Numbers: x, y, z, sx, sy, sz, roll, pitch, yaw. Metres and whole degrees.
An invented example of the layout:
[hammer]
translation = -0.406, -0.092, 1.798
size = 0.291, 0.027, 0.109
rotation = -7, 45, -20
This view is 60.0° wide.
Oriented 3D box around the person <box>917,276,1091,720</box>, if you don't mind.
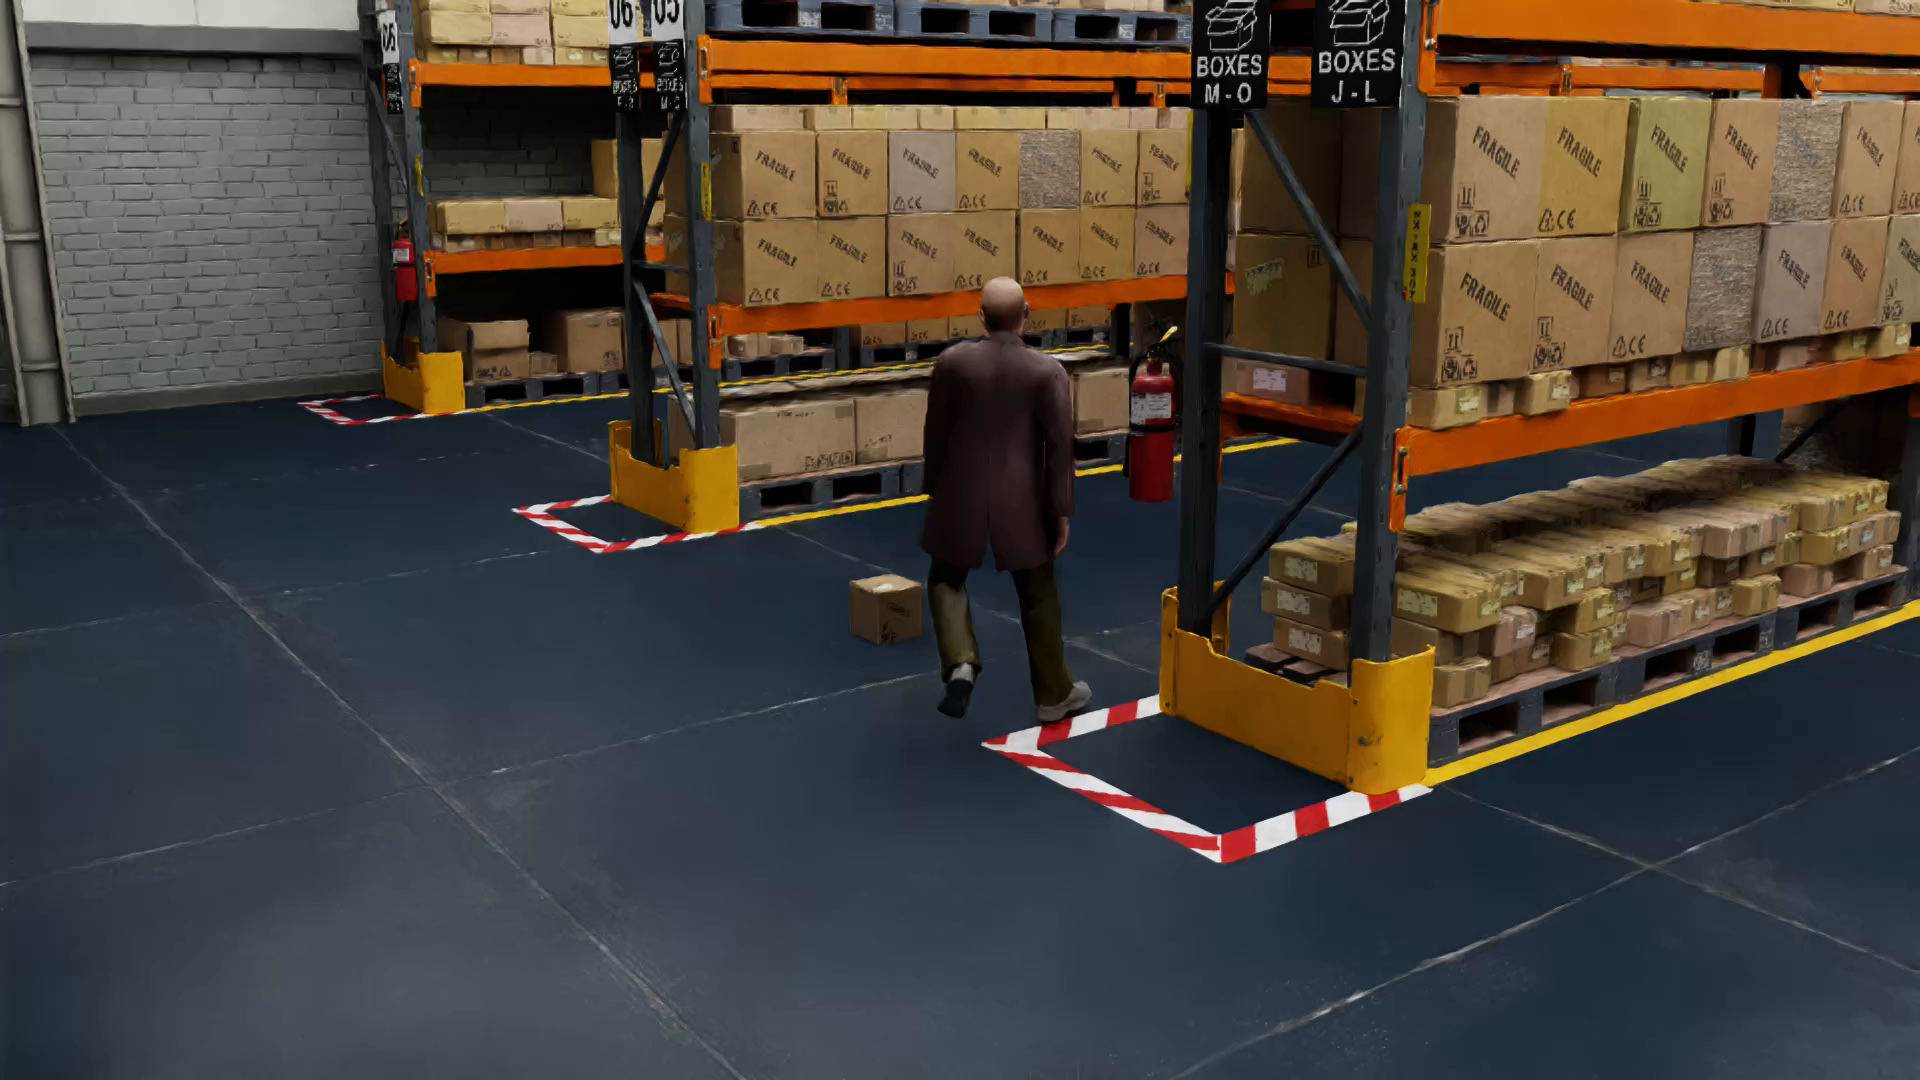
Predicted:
[person]
translation = 0.169, -0.129, 6.463
size = 0.700, 1.771, 0.678
rotation = 1, 14, 6
